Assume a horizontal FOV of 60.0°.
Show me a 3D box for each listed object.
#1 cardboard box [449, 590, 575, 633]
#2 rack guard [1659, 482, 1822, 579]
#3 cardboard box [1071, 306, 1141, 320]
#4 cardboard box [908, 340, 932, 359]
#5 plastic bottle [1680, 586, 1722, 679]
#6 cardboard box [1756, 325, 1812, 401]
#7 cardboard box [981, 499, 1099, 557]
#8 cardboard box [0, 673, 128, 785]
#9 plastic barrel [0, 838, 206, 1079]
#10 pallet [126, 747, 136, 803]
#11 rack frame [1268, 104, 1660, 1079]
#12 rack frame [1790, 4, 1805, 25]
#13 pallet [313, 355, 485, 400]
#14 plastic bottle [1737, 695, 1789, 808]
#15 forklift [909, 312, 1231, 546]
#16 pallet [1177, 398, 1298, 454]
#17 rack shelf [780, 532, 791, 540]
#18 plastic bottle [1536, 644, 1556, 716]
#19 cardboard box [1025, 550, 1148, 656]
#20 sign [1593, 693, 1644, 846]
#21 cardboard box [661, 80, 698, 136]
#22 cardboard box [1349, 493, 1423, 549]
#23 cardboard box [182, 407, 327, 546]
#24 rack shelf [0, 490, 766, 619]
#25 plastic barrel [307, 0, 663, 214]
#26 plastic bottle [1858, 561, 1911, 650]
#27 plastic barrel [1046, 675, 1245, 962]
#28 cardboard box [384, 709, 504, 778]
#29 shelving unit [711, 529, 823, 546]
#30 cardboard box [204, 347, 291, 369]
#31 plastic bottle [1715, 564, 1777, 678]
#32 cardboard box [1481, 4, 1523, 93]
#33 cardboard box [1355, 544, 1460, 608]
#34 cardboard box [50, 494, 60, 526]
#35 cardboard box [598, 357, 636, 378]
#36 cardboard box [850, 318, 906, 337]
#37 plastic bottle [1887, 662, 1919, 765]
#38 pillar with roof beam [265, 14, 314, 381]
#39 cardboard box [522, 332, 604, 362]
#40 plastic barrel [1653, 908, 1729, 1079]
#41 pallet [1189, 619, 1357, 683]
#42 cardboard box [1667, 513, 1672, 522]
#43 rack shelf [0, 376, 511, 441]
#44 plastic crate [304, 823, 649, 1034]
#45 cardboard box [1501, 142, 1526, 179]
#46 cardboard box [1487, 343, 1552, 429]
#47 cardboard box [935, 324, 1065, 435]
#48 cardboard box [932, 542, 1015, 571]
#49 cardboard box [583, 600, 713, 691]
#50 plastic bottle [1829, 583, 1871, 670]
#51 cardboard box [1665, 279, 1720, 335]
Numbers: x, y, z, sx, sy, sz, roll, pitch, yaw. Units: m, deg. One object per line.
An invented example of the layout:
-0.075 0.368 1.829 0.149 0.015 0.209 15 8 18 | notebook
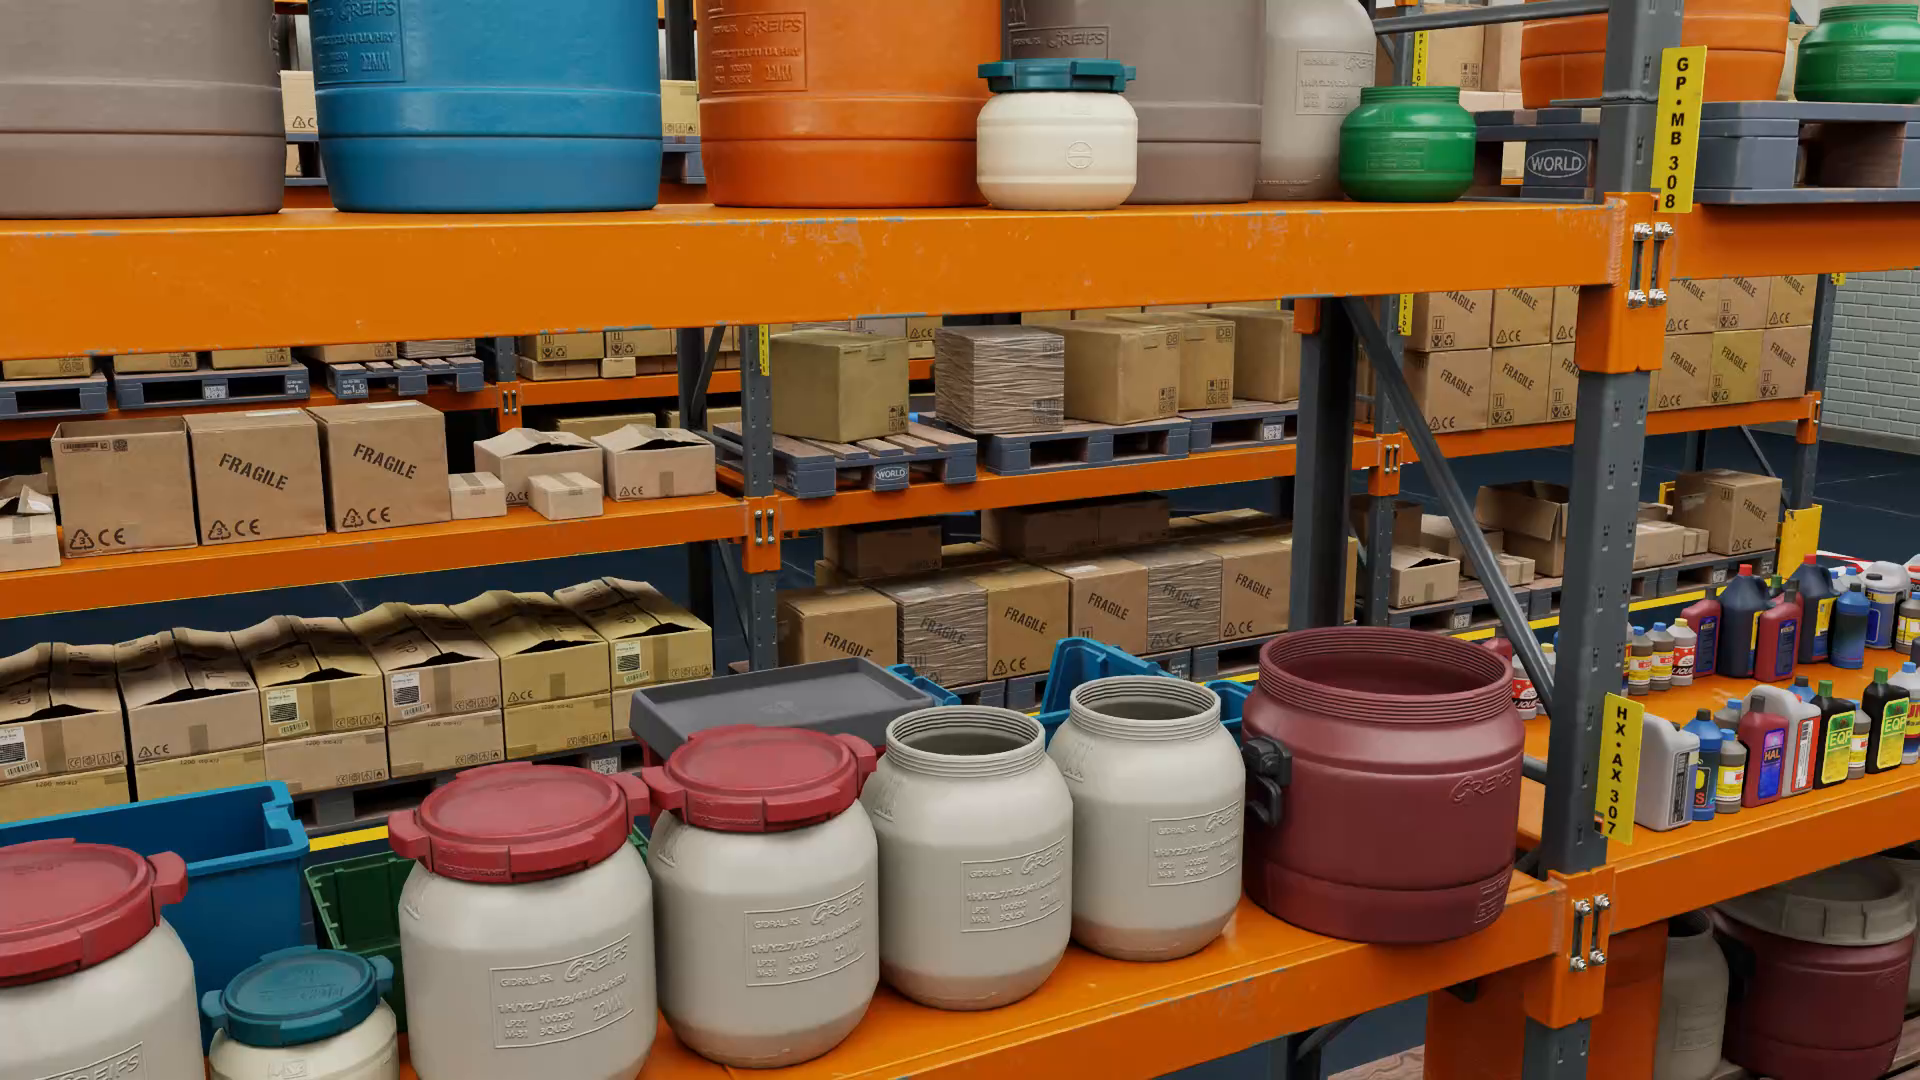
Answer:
-2.247 0.442 8.341 0.500 0.311 0.500 -7 15 -29 | cardboard box
5.766 -0.090 12.372 0.348 0.500 1.175 -7 14 -28 | rack guard
1.072 -2.127 15.046 0.700 0.700 0.980 -7 15 -29 | cardboard box
-0.426 -1.617 13.990 0.250 0.149 0.380 -7 14 -27 | cardboard box
2.335 0.291 5.251 0.133 0.283 0.061 -7 14 -28 | plastic bottle
5.570 -1.267 11.679 0.500 0.500 0.500 -6 14 -26 | cardboard box
0.463 -0.096 9.687 0.500 0.250 0.500 -7 15 -29 | cardboard box
-3.776 0.760 6.927 0.500 0.311 0.500 -7 14 -29 | cardboard box
-1.385 0.775 2.524 0.433 0.535 0.433 0 13 0 | plastic barrel
-4.072 1.220 7.207 1.213 0.211 1.003 -7 14 -28 | pallet
1.181 0.479 4.150 0.127 3.000 1.000 -7 14 -28 | rack frame
5.833 -4.245 11.474 0.127 3.000 1.000 -7 14 -28 | rack frame
-4.140 -1.241 12.230 1.003 0.211 1.213 -7 14 -28 | pallet
2.026 0.527 4.203 0.133 0.283 0.061 -7 14 -28 | plastic bottle
0.620 -1.413 12.712 3.031 2.935 1.130 2 13 7 | forklift
1.568 -0.740 10.004 1.213 0.211 1.003 -7 14 -28 | pallet
-1.431 -0.117 13.190 0.103 0.180 0.258 -5 14 -21 | rack shelf
1.730 0.408 4.918 0.097 0.201 0.097 0 13 0 | plastic bottle
0.702 0.372 9.315 0.500 0.500 0.500 -7 15 -30 | cardboard box
1.451 0.504 3.664 0.005 0.325 0.100 -7 14 -28 | sign
-1.560 -2.013 7.774 0.500 0.250 0.500 -8 15 -32 | cardboard box
2.686 -0.007 10.998 0.500 0.500 0.500 -7 14 -28 | cardboard box
-3.116 -0.290 7.338 0.500 0.500 0.500 -7 14 -28 | cardboard box
-2.945 0.085 7.537 4.000 0.370 1.077 -7 14 -28 | rack shelf
-0.839 -1.041 2.931 0.708 0.901 0.600 -7 14 -28 | plastic barrel
3.087 0.216 5.602 0.135 0.276 0.152 -7 14 -28 | plastic bottle
0.380 0.574 3.474 0.421 0.512 0.421 0 13 0 | plastic barrel
-2.428 0.870 7.718 0.500 0.250 0.500 -6 14 -27 | cardboard box
-1.583 -0.104 13.130 1.200 0.189 0.258 -5 14 -21 | shelving unit
-5.057 -1.507 11.744 0.500 0.500 0.700 -7 14 -28 | cardboard box
2.494 0.249 5.283 0.185 0.351 0.144 -7 14 -28 | plastic bottle
3.237 -2.981 10.185 0.500 0.500 0.700 -7 14 -28 | cardboard box
2.794 0.198 10.521 0.500 0.311 0.500 -7 14 -28 | cardboard box
-6.439 -0.085 11.348 0.500 0.500 0.700 -6 14 -26 | cardboard box
-2.667 -1.344 12.776 0.250 0.149 0.380 -6 14 -26 | cardboard box
-0.782 -1.902 13.779 0.500 0.500 0.500 -7 14 -27 | cardboard box
2.556 0.464 4.507 0.097 0.271 0.097 0 13 0 | plastic bottle
-3.059 -3.558 8.421 0.400 9.000 9.100 -7 14 -28 | pillar with roof beam
-3.017 -1.636 12.595 0.500 0.500 0.500 -6 14 -26 | cardboard box
2.055 1.356 4.961 0.421 0.512 0.421 0 13 0 | plastic barrel
1.626 0.556 10.157 1.213 0.211 1.003 -7 14 -28 | pallet
5.081 -0.146 12.377 0.250 0.166 0.380 -7 14 -28 | cardboard box
-5.321 -0.869 11.777 4.000 0.370 1.077 -7 14 -28 | rack shelf
-0.937 0.765 3.359 0.662 0.188 0.450 -7 14 -28 | plastic crate
3.308 -2.342 10.196 0.500 0.250 0.500 -7 14 -28 | cardboard box
3.348 -1.001 10.499 0.500 0.500 0.500 -7 14 -27 | cardboard box
0.204 -0.877 8.991 0.500 0.500 0.700 -4 13 -17 | cardboard box
-0.026 0.331 9.499 0.500 0.500 0.500 -7 15 -30 | cardboard box
-1.531 0.489 8.132 0.500 0.311 0.500 -6 14 -26 | cardboard box
2.870 0.273 5.357 0.097 0.271 0.097 0 13 0 | plastic bottle
4.678 -1.646 11.085 0.500 0.500 0.500 -6 14 -26 | cardboard box
